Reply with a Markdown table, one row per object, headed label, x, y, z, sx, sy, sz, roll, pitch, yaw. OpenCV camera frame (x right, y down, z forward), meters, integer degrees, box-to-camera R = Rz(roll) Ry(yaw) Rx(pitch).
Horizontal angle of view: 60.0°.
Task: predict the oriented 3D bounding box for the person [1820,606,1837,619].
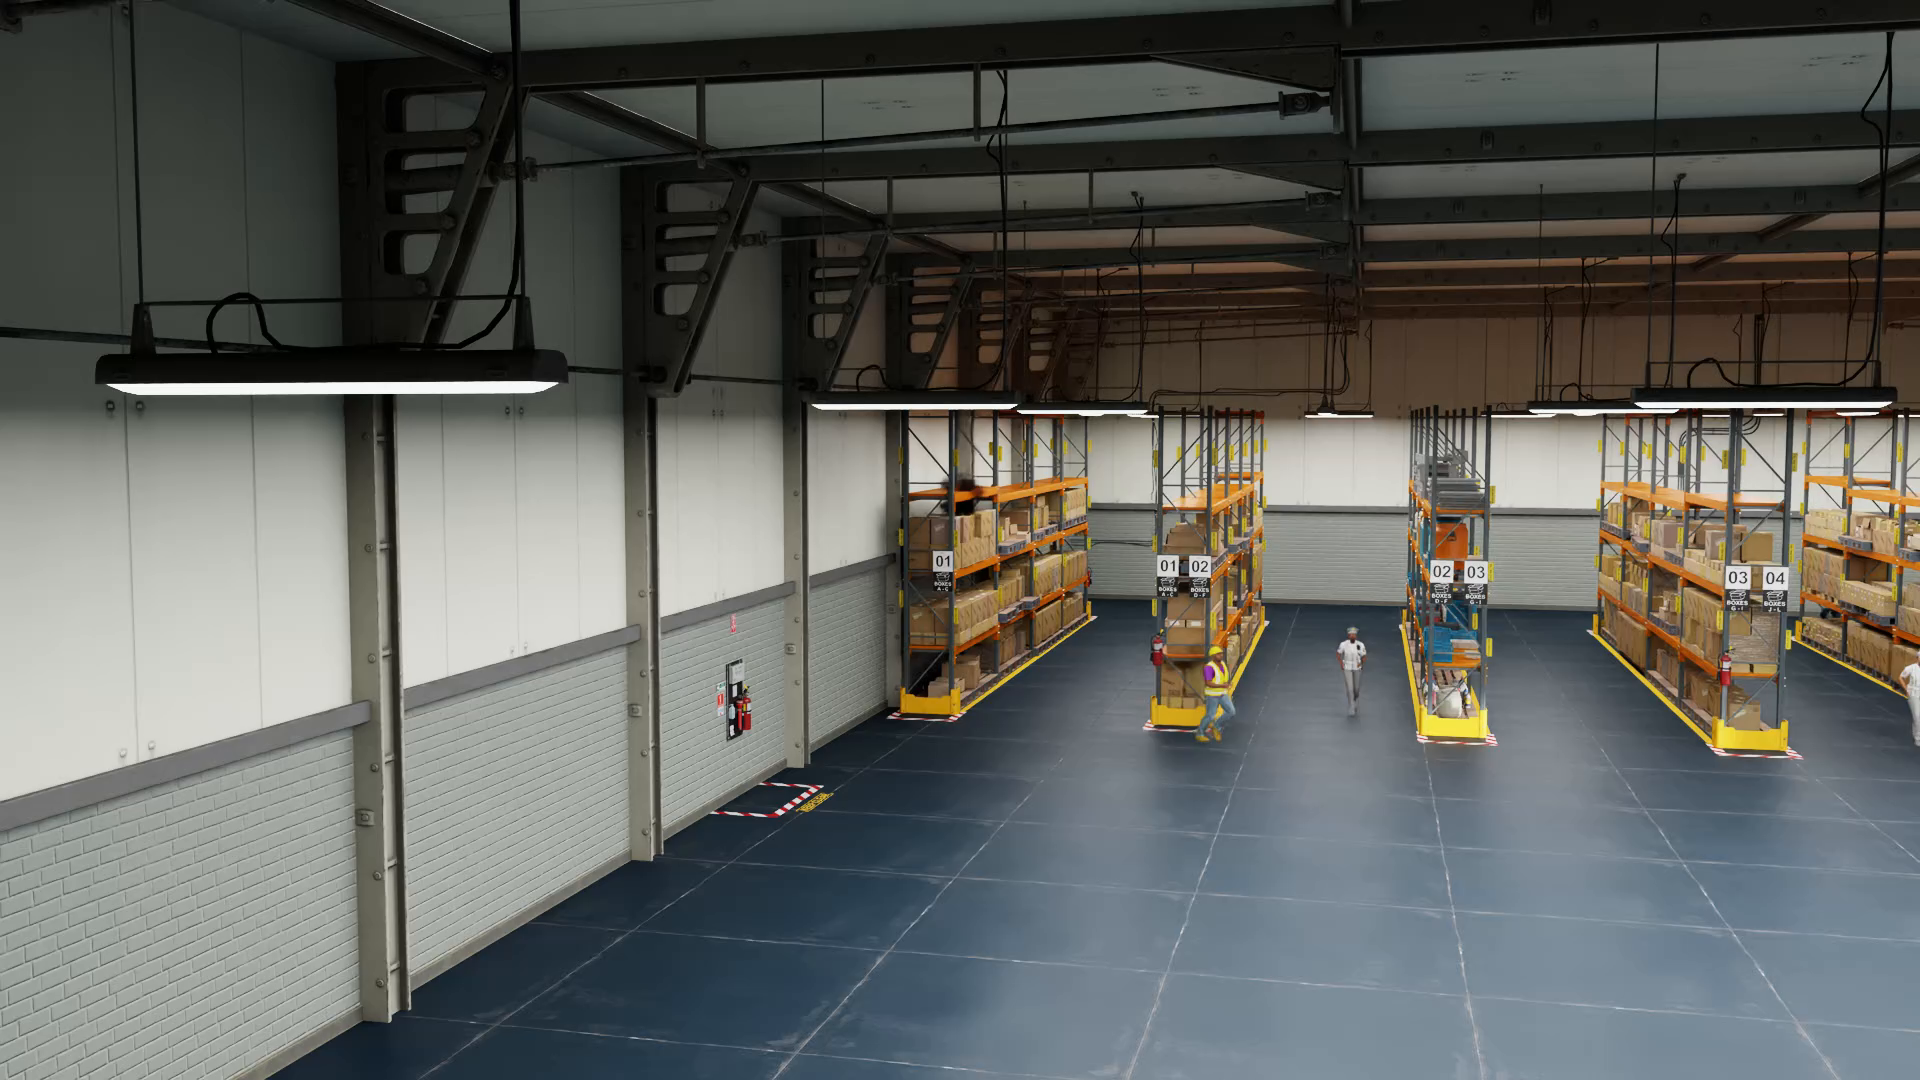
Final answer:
| label | x | y | z | sx | sy | sz | roll | pitch | yaw |
| --- | --- | --- | --- | --- | --- | --- | --- | --- | --- |
| person | 23.164 | 1.755 | 44.350 | 0.583 | 1.581 | 0.762 | -2 | 5 | -30 |

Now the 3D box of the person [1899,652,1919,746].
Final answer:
| label | x | y | z | sx | sy | sz | roll | pitch | yaw |
| --- | --- | --- | --- | --- | --- | --- | --- | --- | --- |
| person | 17.042 | 2.800 | 29.566 | 0.614 | 1.675 | 0.793 | 1 | 4 | 11 |

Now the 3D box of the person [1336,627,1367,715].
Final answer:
| label | x | y | z | sx | sy | sz | roll | pitch | yaw |
| --- | --- | --- | --- | --- | --- | --- | --- | --- | --- |
| person | 7.685 | 2.546 | 32.633 | 0.585 | 1.695 | 0.705 | 1 | 4 | 8 |

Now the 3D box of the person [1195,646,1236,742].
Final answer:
| label | x | y | z | sx | sy | sz | roll | pitch | yaw |
| --- | --- | --- | --- | --- | --- | --- | --- | --- | --- |
| person | 4.552 | 2.722 | 29.335 | 0.719 | 1.711 | 0.815 | -4 | 5 | -41 |
